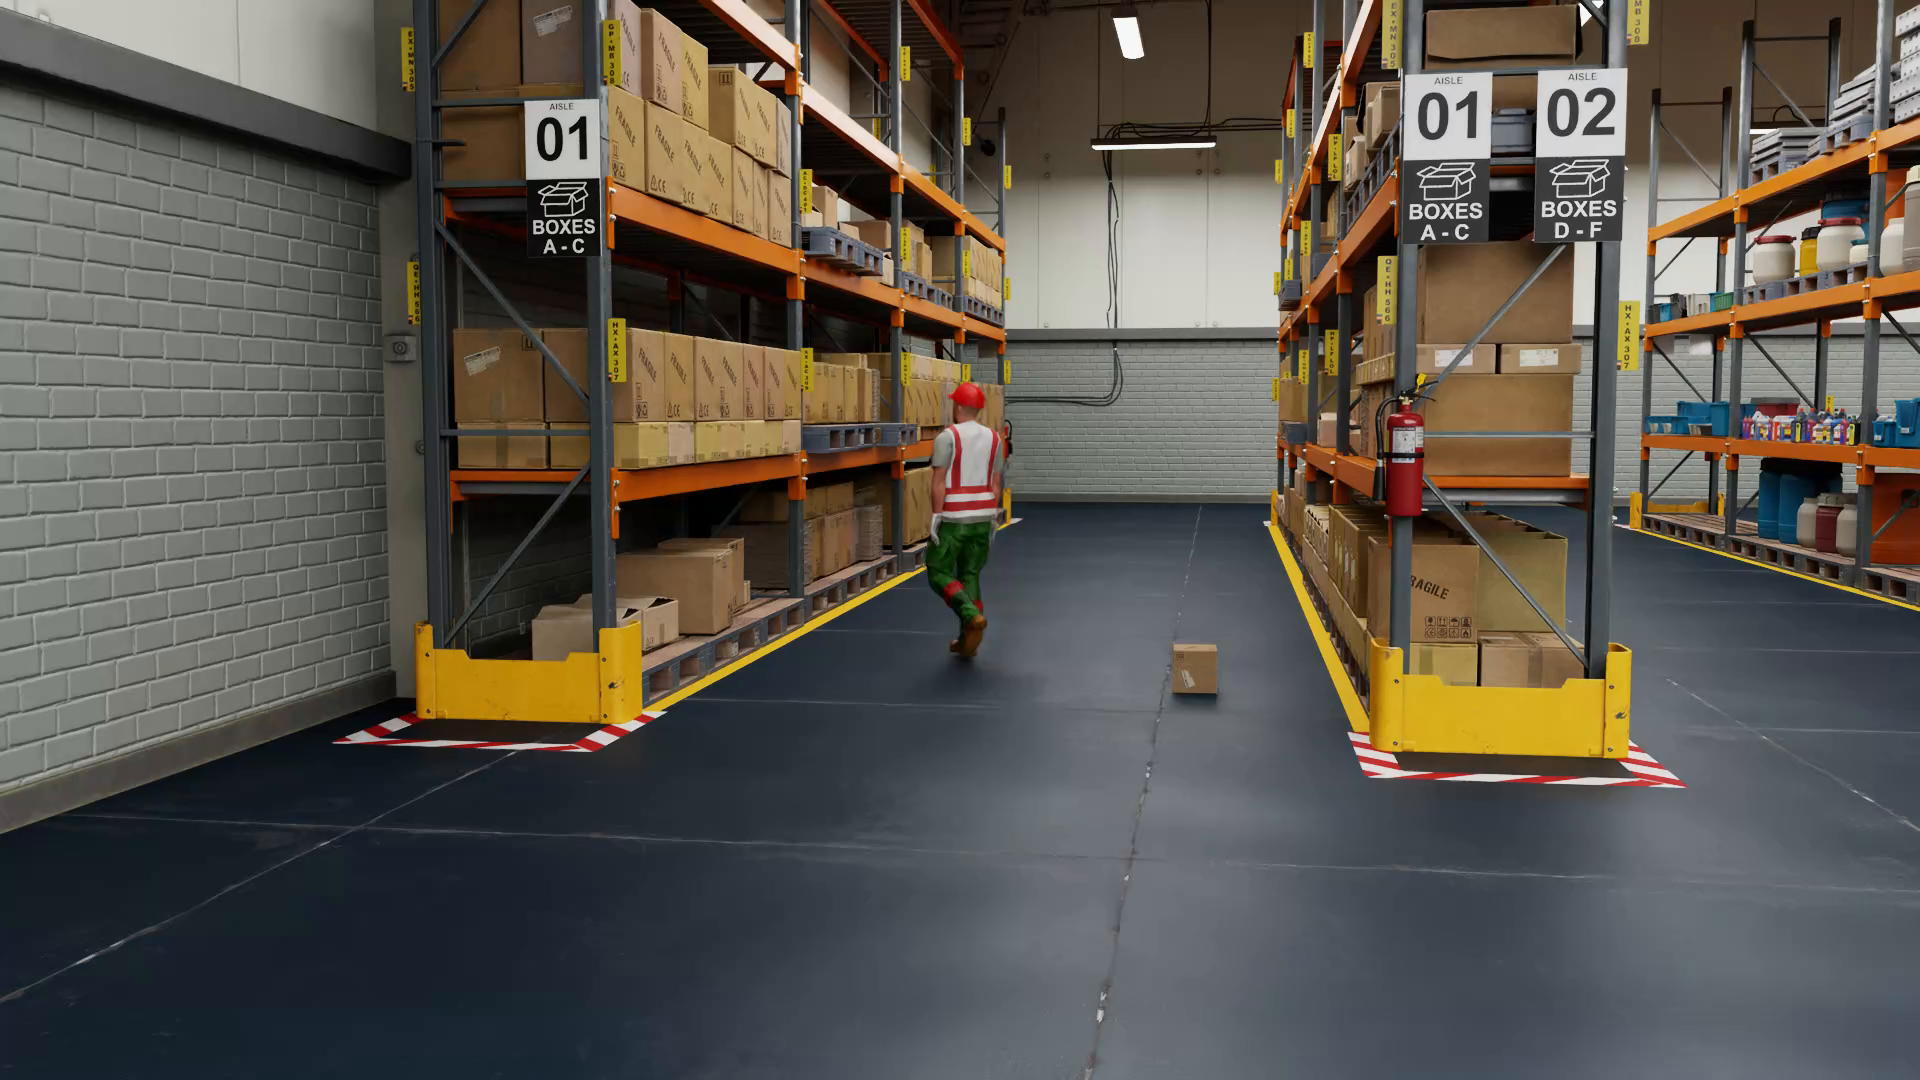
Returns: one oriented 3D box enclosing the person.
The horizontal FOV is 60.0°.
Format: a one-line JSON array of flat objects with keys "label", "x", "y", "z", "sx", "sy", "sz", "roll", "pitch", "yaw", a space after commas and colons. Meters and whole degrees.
[{"label": "person", "x": 0.055, "y": -0.126, "z": 10.749, "sx": 0.546, "sy": 1.780, "sz": 0.597, "roll": -3, "pitch": 5, "yaw": -31}]
